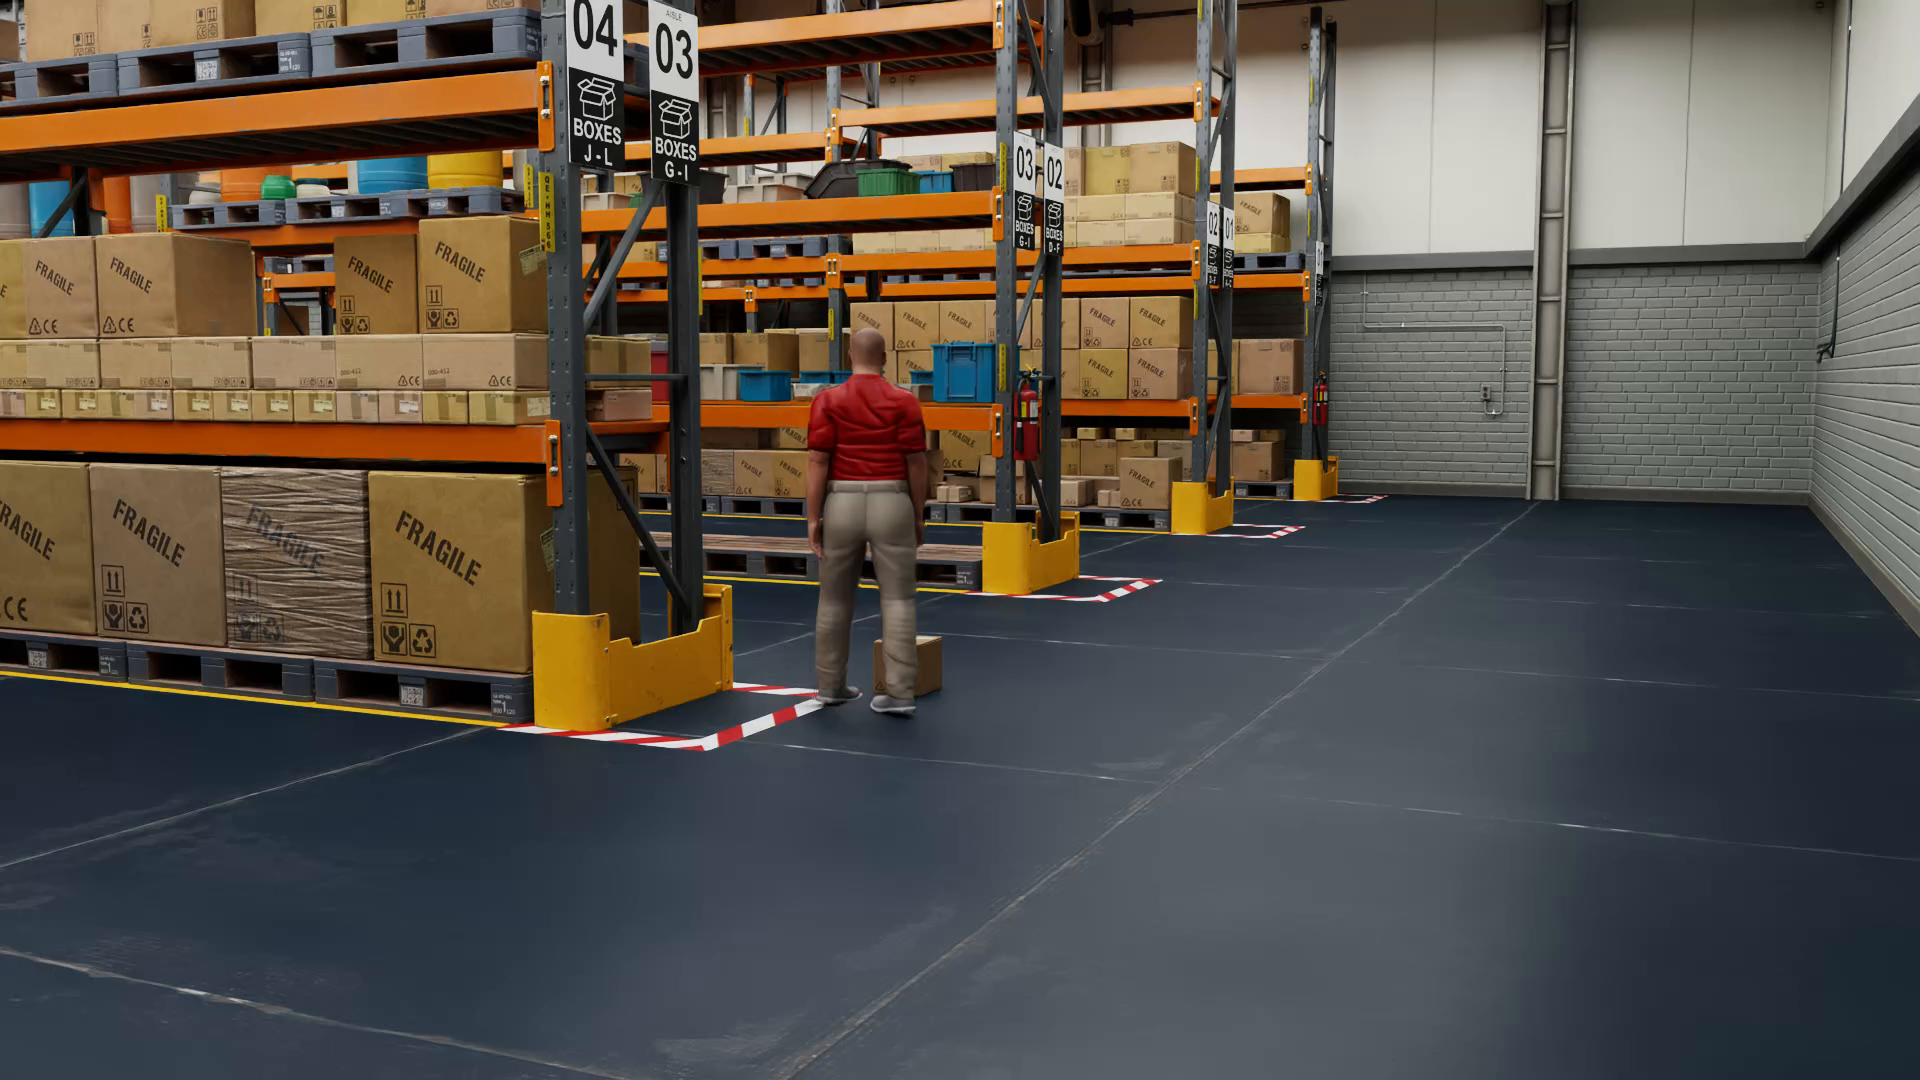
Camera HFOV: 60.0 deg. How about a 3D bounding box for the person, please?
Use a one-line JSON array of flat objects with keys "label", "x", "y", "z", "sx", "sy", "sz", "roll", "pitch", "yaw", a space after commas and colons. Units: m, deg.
[{"label": "person", "x": -0.409, "y": -0.085, "z": 7.551, "sx": 0.544, "sy": 1.738, "sz": 0.567, "roll": 0, "pitch": 6, "yaw": 3}]
